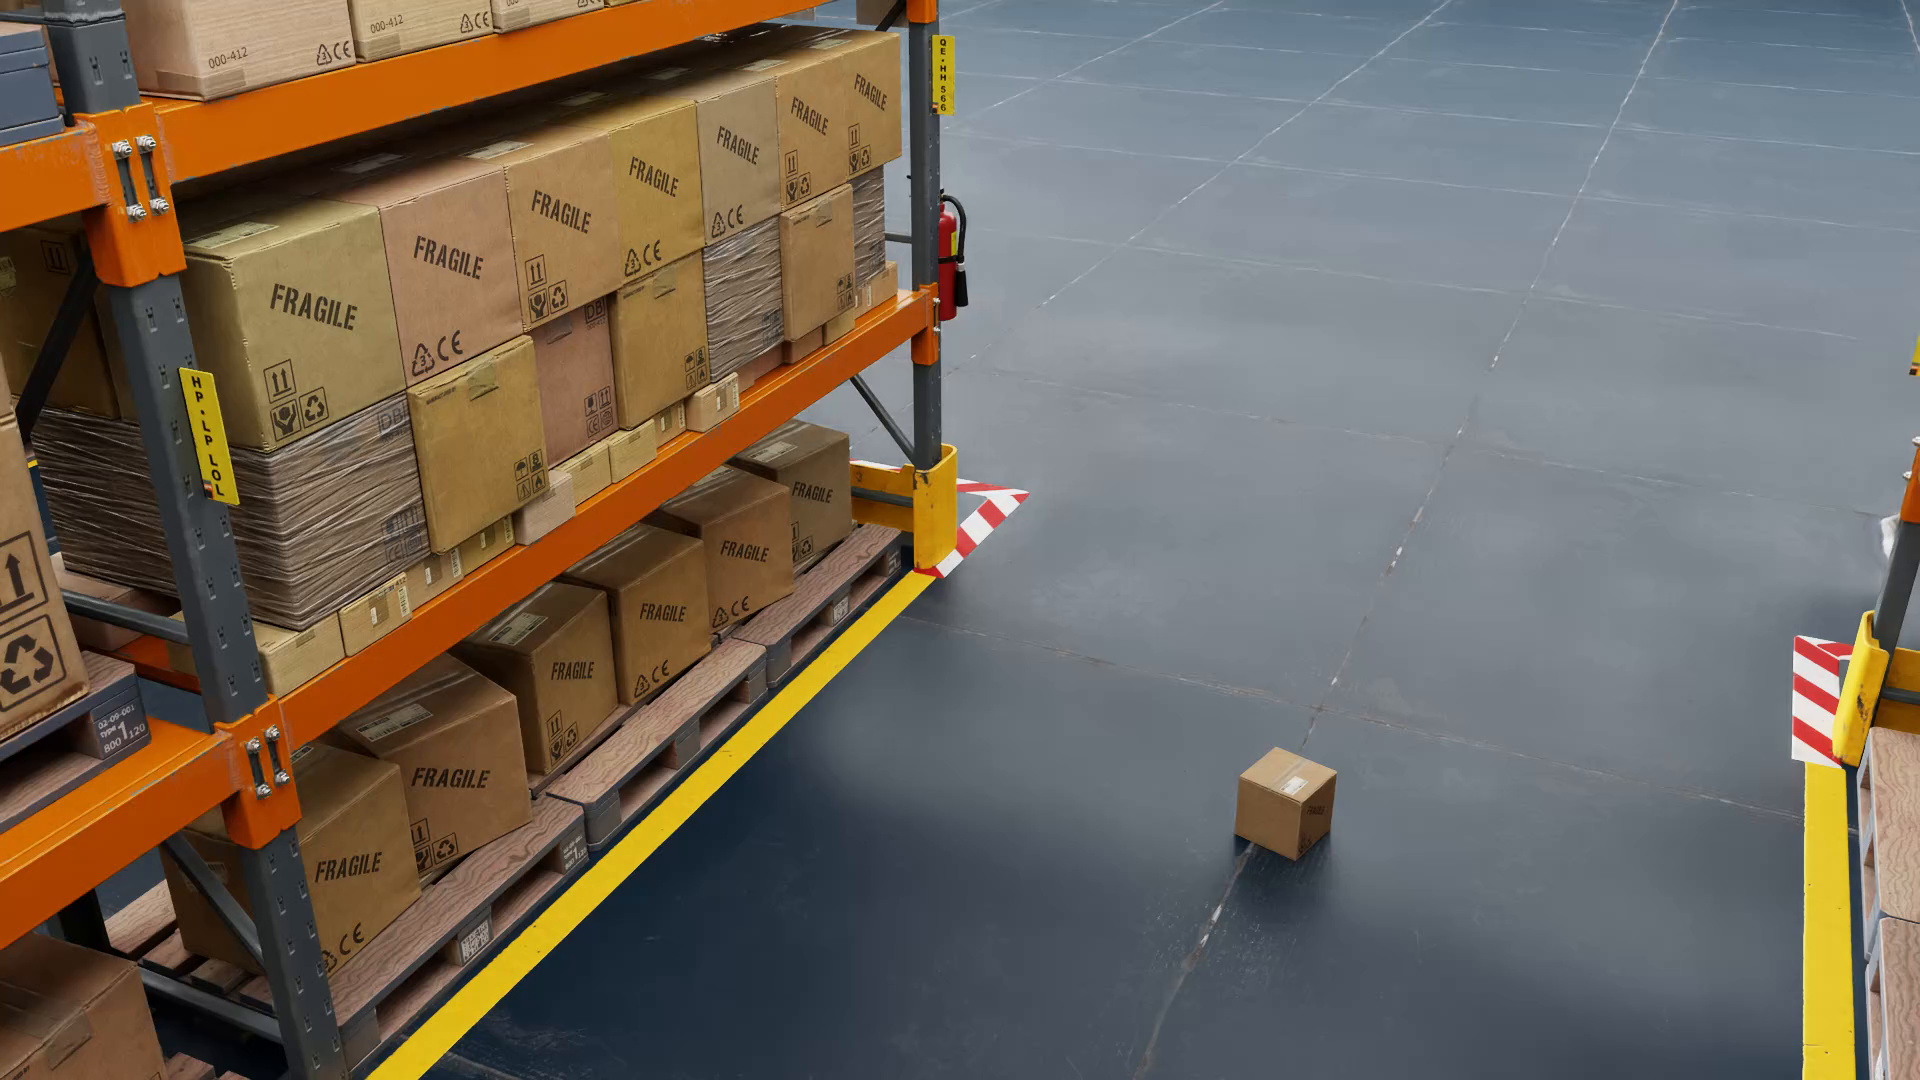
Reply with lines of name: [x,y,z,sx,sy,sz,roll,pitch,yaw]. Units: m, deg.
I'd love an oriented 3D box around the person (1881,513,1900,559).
person: [4.481,-0.481,7.081,0.667,1.704,0.562,5,26,10]
